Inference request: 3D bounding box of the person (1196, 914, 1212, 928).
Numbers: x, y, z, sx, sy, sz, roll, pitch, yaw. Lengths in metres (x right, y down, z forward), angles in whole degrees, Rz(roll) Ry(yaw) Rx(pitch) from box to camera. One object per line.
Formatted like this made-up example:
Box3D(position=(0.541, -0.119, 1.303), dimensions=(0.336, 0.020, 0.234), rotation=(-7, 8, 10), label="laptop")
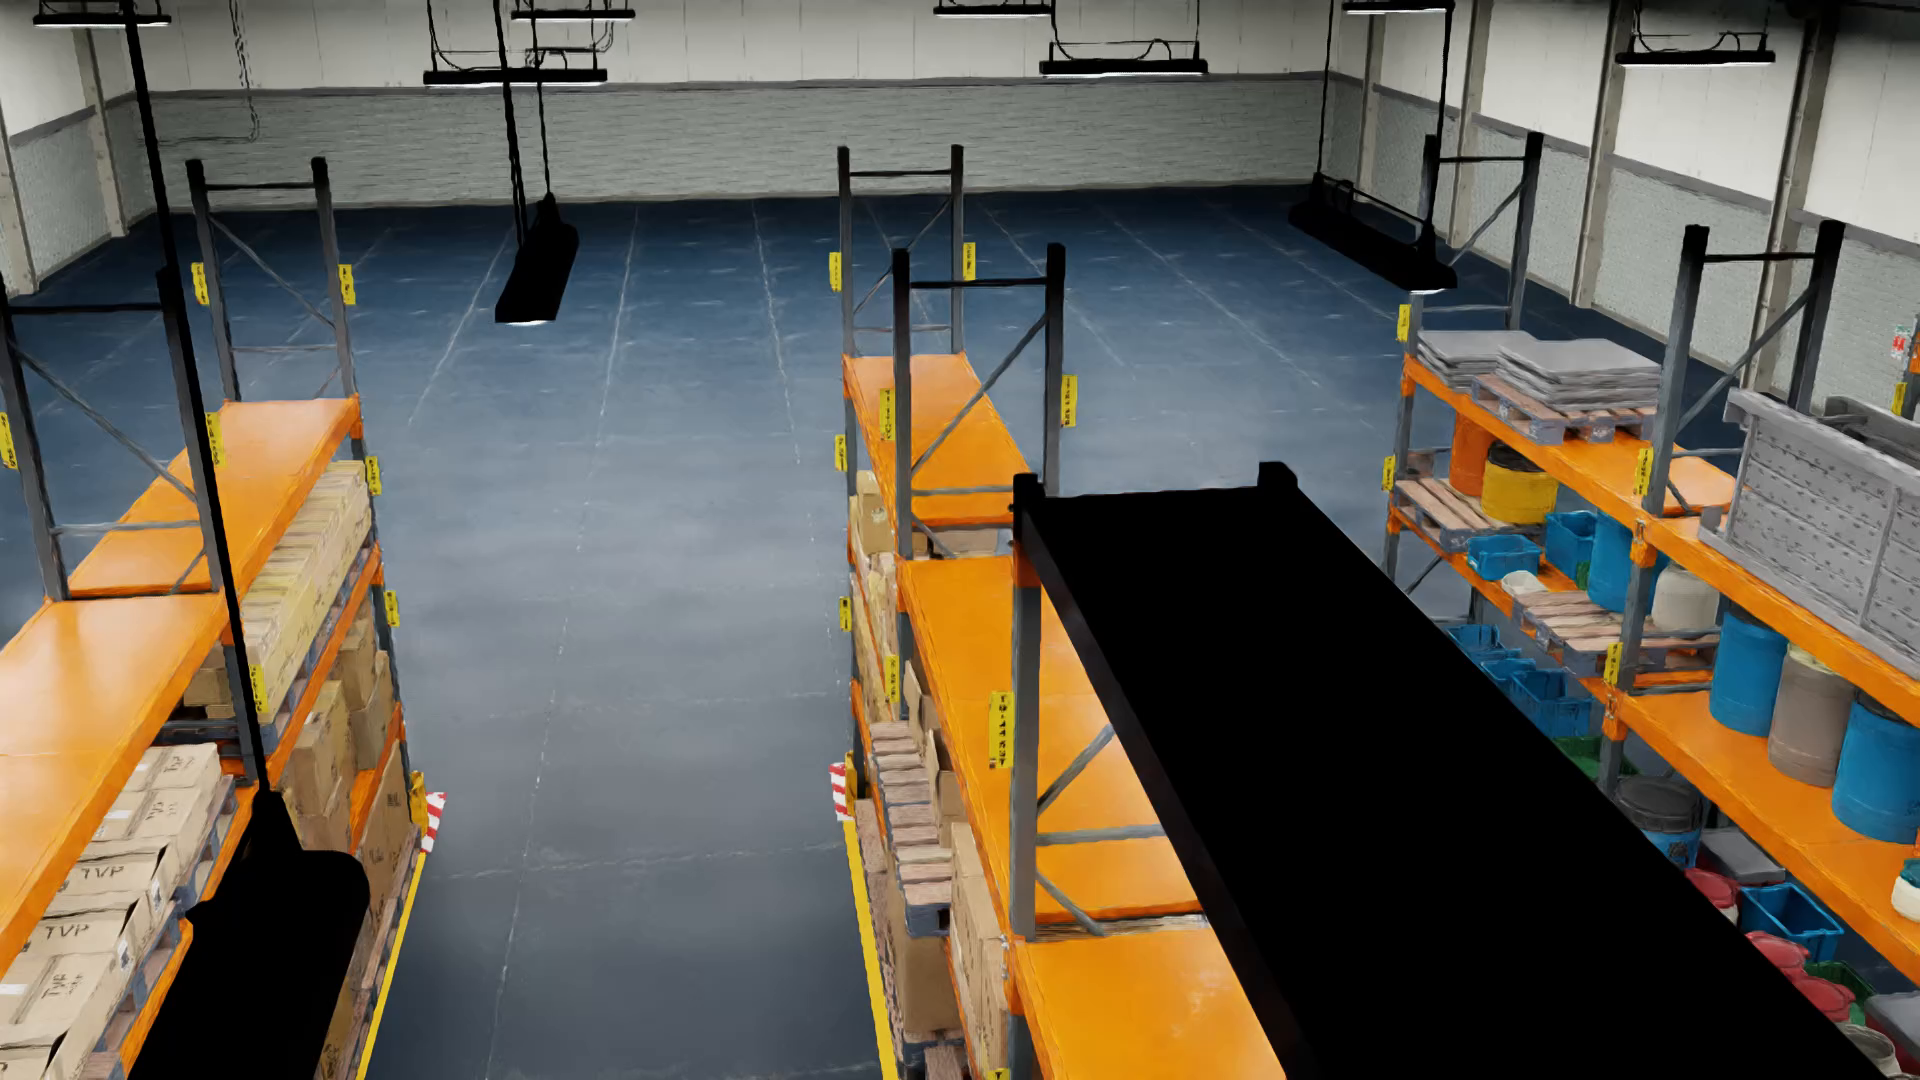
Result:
Box3D(position=(1.697, 2.939, 12.030), dimensions=(0.592, 1.629, 0.532), rotation=(-4, 22, -10), label="person")
